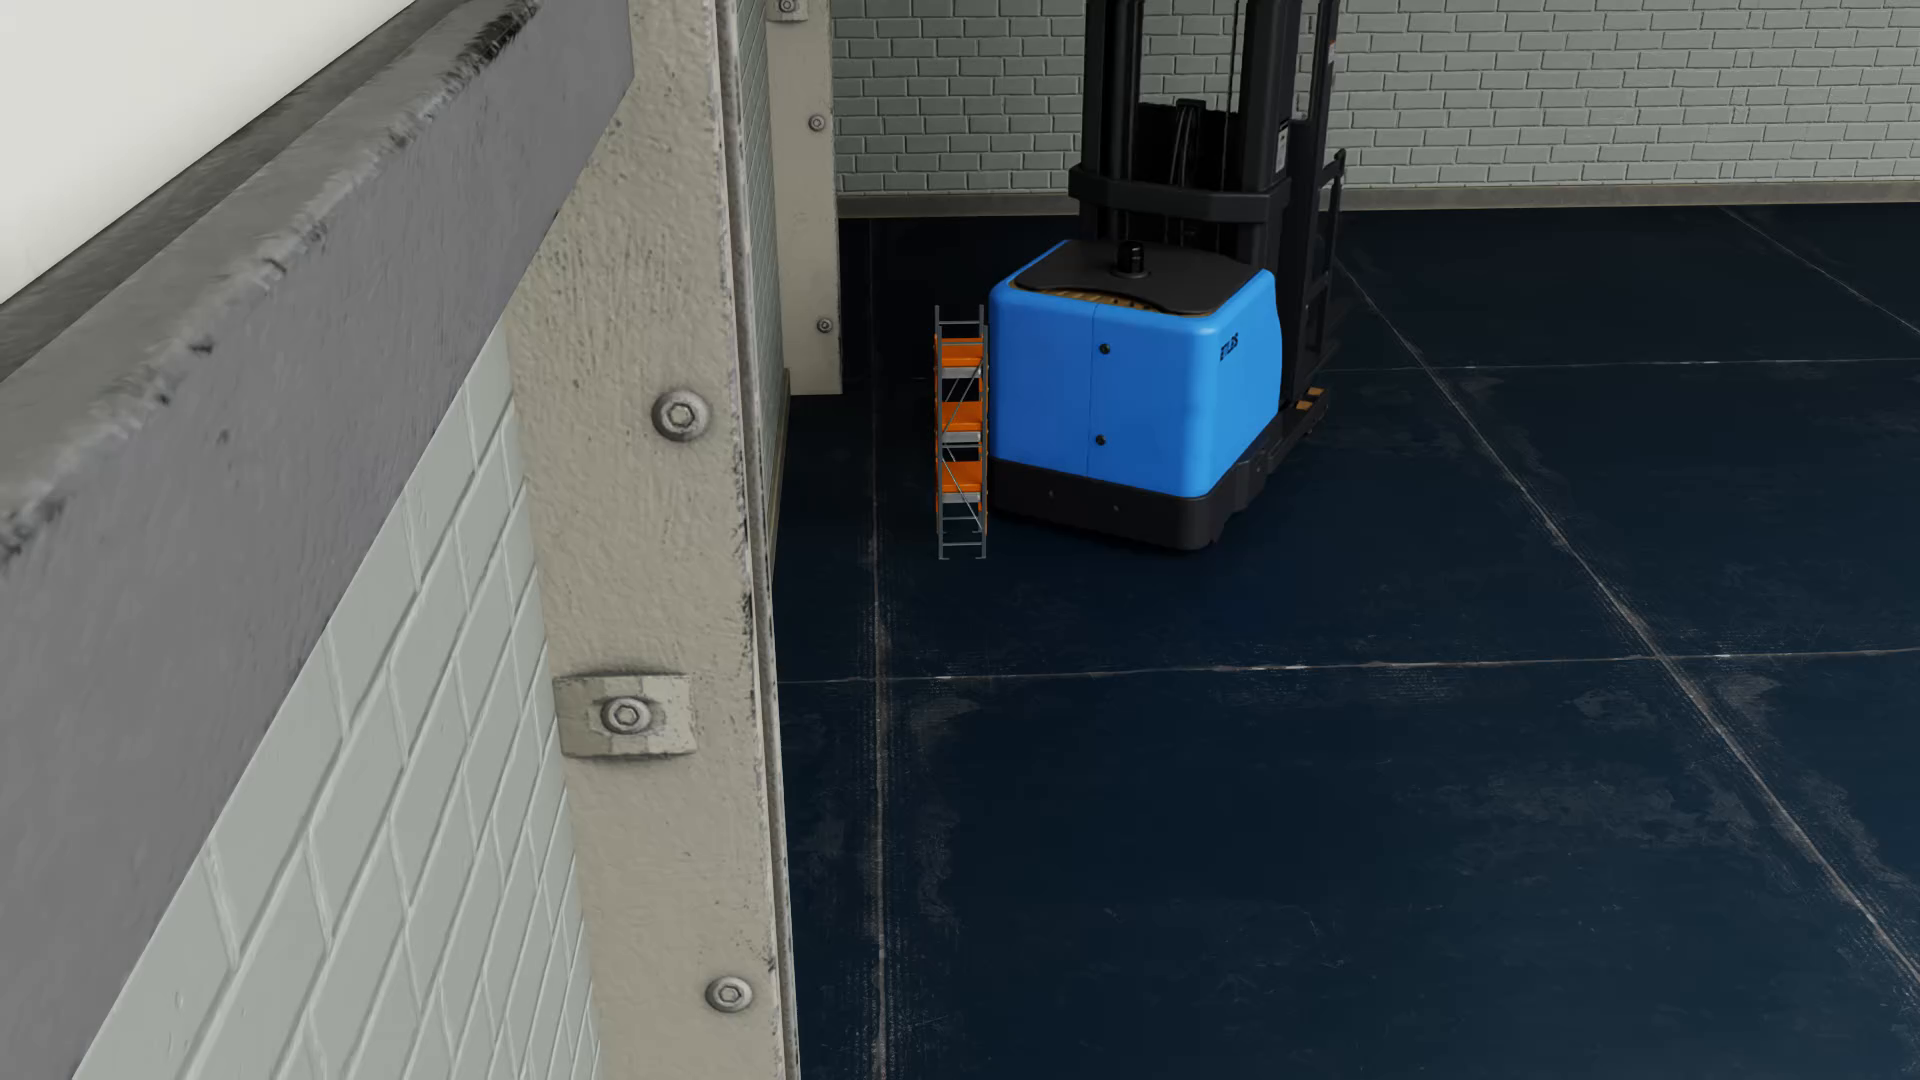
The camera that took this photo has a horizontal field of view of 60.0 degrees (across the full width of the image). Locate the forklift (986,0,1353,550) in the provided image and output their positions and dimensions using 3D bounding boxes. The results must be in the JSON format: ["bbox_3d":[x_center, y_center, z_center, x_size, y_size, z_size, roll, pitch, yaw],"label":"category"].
[{"bbox_3d":[1.224,-1.909,7.741,1.130,2.935,3.031,13,30,24],"label":"forklift"}]

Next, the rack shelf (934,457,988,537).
[{"bbox_3d":[0.003,-0.185,7.093,0.215,0.259,0.240,-1,28,-3],"label":"rack shelf"}]

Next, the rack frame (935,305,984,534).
[{"bbox_3d":[-0.004,-0.497,7.068,0.200,1.050,0.008,-1,28,-3],"label":"rack frame"}]

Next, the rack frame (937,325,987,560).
[{"bbox_3d":[0.009,-0.384,6.852,0.200,1.050,0.008,-1,28,-3],"label":"rack frame"}]

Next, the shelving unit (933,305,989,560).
[{"bbox_3d":[0.003,-0.441,6.960,0.215,1.050,0.252,-1,28,-3],"label":"shelving unit"}]

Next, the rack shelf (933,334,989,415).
[{"bbox_3d":[0.003,-0.683,6.834,0.215,0.259,0.240,-1,28,-3],"label":"rack shelf"}]

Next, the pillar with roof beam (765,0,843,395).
[{"bbox_3d":[3.519,-4.948,7.006,9.100,9.000,0.400,-1,28,-3],"label":"pillar with roof beam"}]

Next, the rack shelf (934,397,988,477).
[{"bbox_3d":[0.003,-0.431,6.965,0.215,0.259,0.240,-1,28,-3],"label":"rack shelf"}]
